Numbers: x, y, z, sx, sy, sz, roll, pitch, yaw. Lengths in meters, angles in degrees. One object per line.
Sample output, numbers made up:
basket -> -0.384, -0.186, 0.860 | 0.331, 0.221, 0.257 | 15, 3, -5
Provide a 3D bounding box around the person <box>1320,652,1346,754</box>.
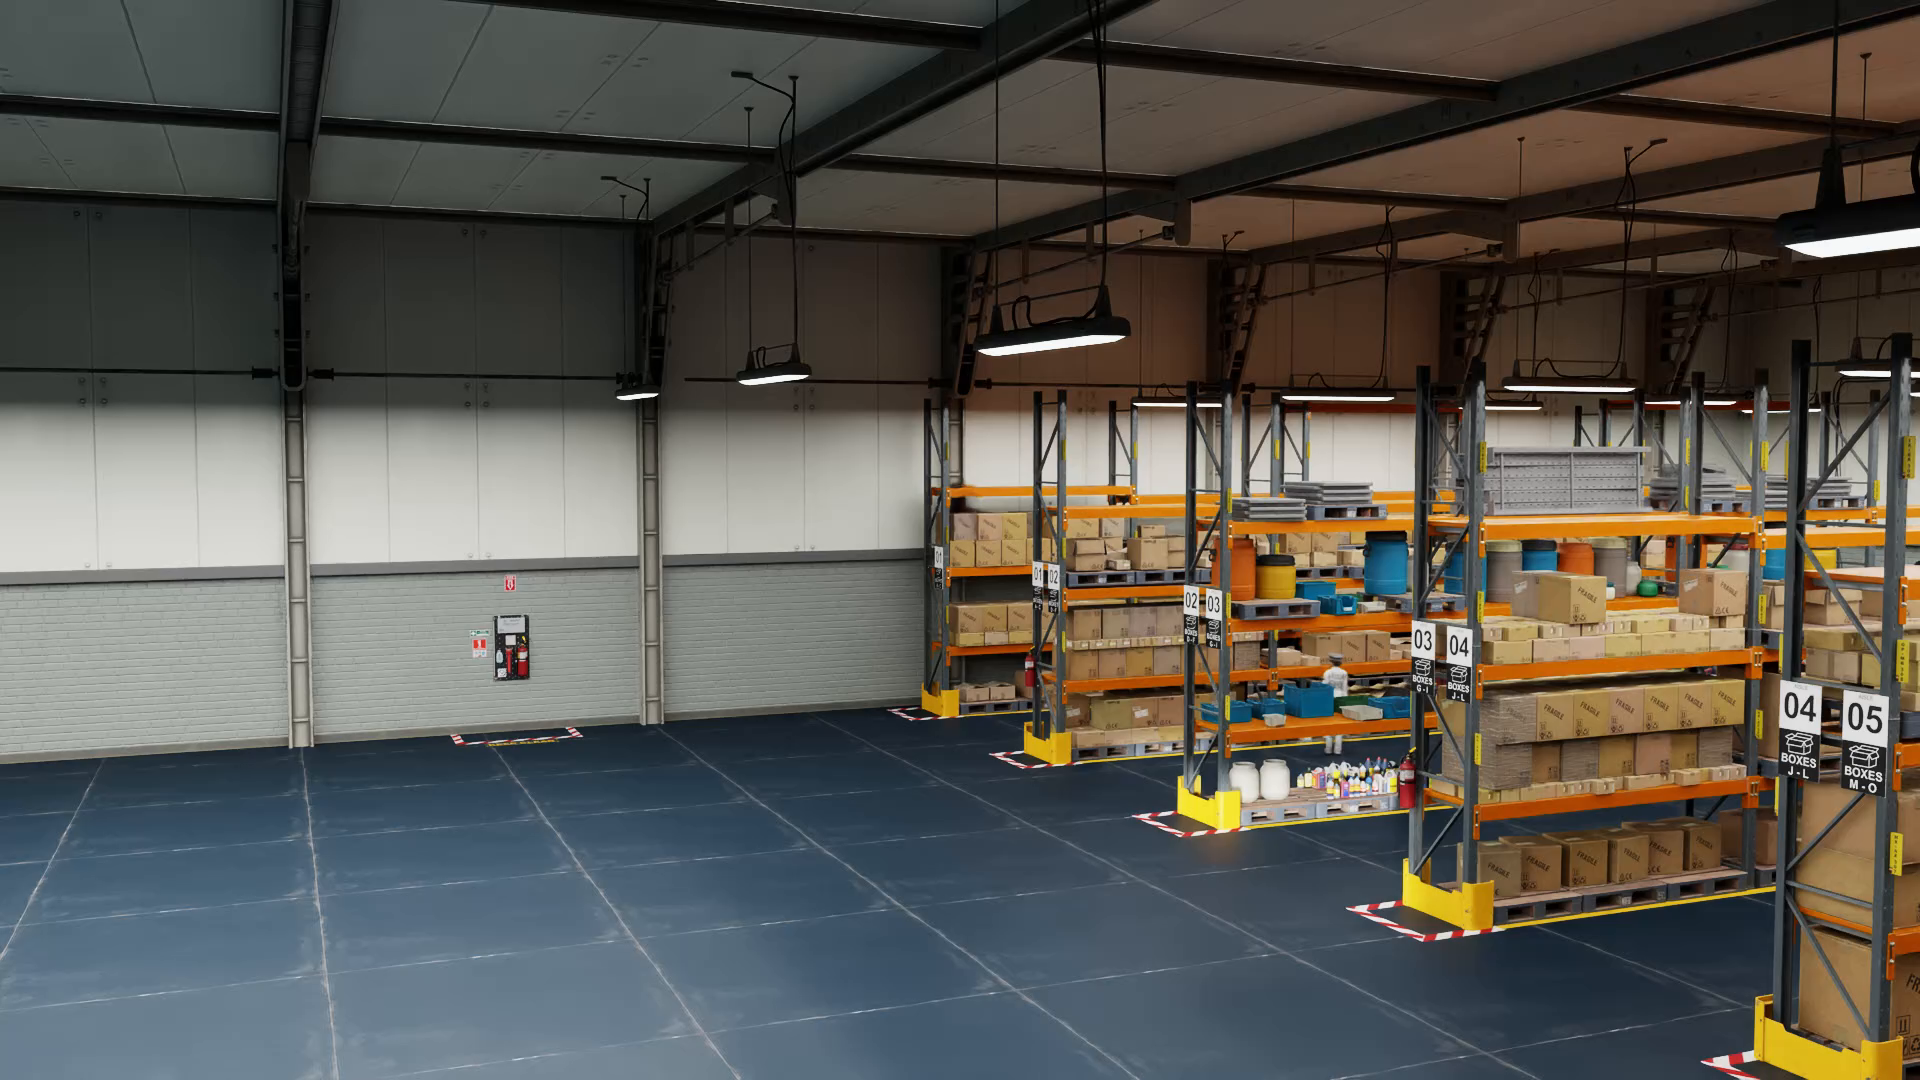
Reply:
person -> 6.156, 2.699, 27.496 | 0.496, 1.684, 0.361 | -1, 4, -22
